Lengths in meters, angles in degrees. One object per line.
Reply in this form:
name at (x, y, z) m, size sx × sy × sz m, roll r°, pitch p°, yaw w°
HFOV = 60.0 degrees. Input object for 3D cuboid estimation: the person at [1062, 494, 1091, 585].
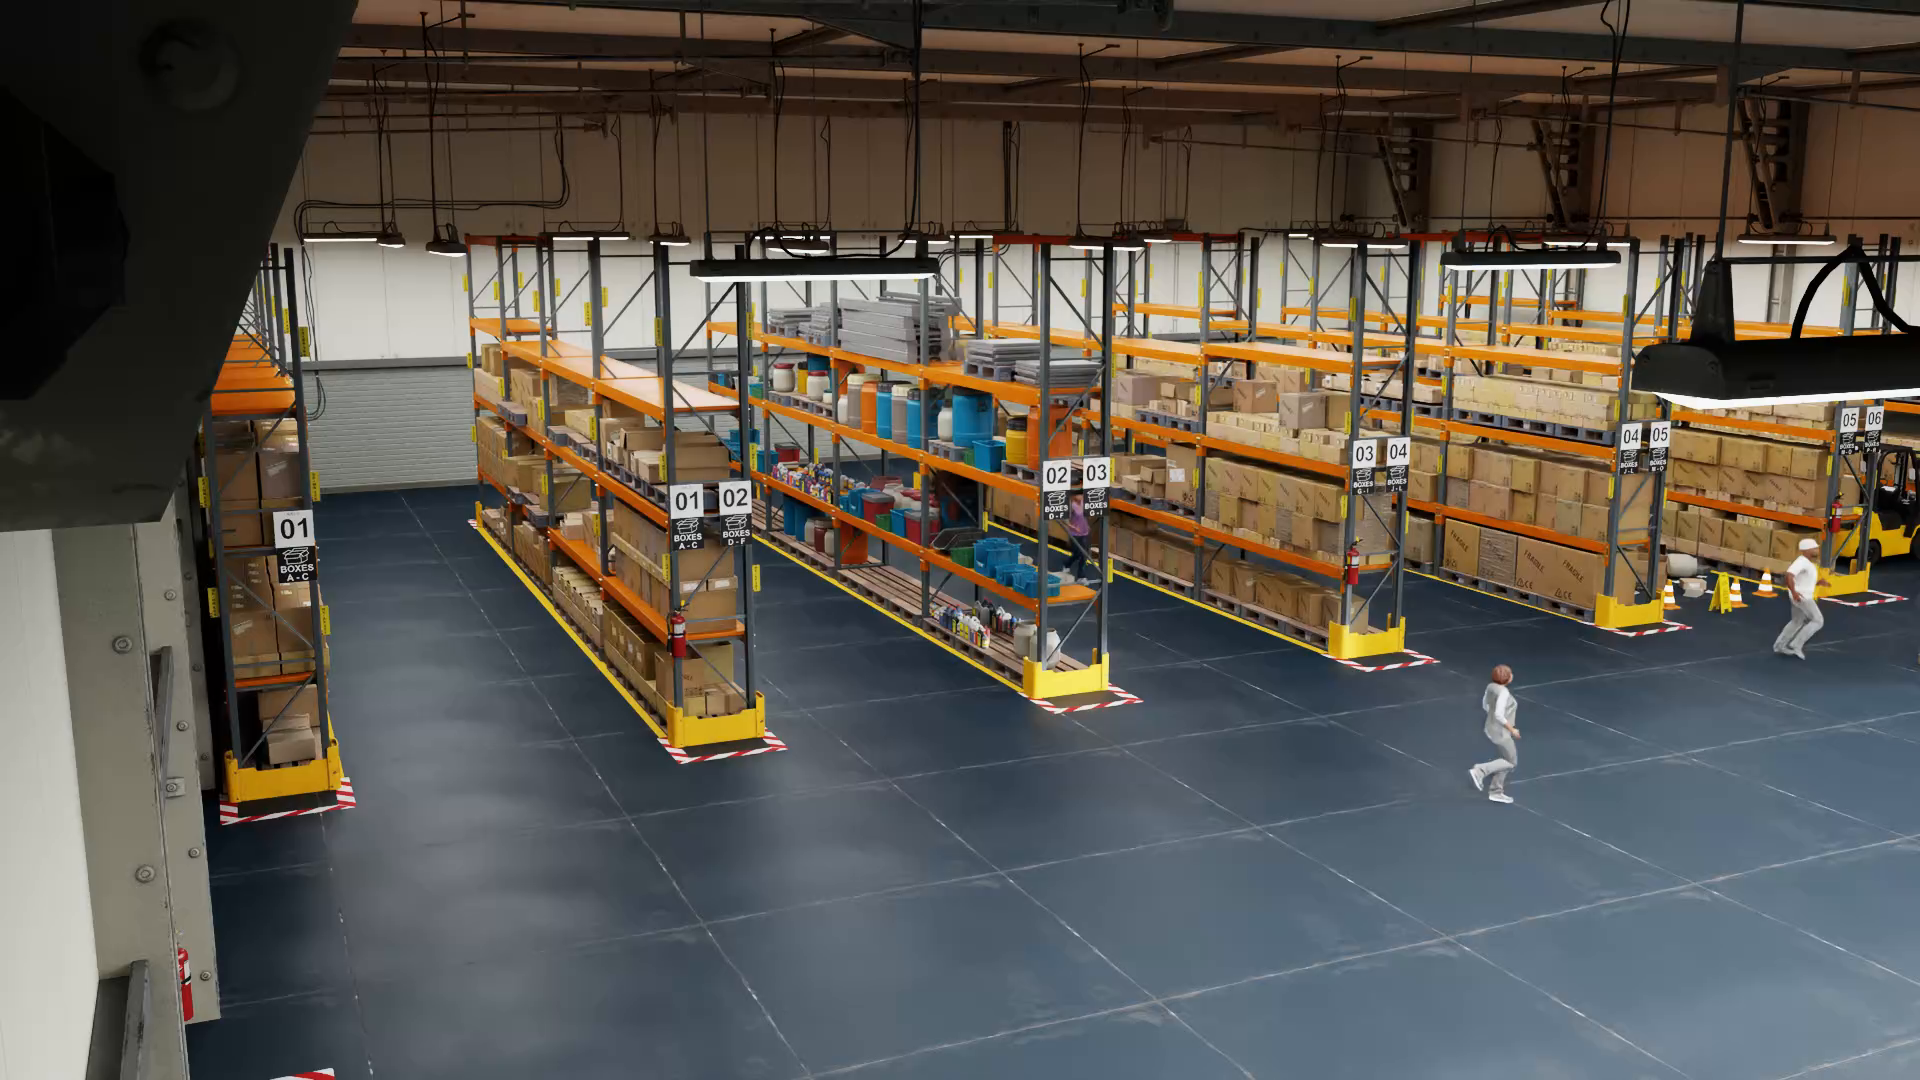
person at (1.972, -0.058, 27.852) m, size 0.547 × 1.575 × 0.678 m, roll -7°, pitch 13°, yaw -31°

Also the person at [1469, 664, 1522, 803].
person at (5.838, 2.120, 18.180) m, size 0.551 × 1.565 × 0.546 m, roll -1°, pitch 11°, yaw -3°

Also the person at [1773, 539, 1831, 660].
person at (12.272, 0.854, 24.163) m, size 0.701 × 1.773 × 0.691 m, roll 4°, pitch 12°, yaw 19°
